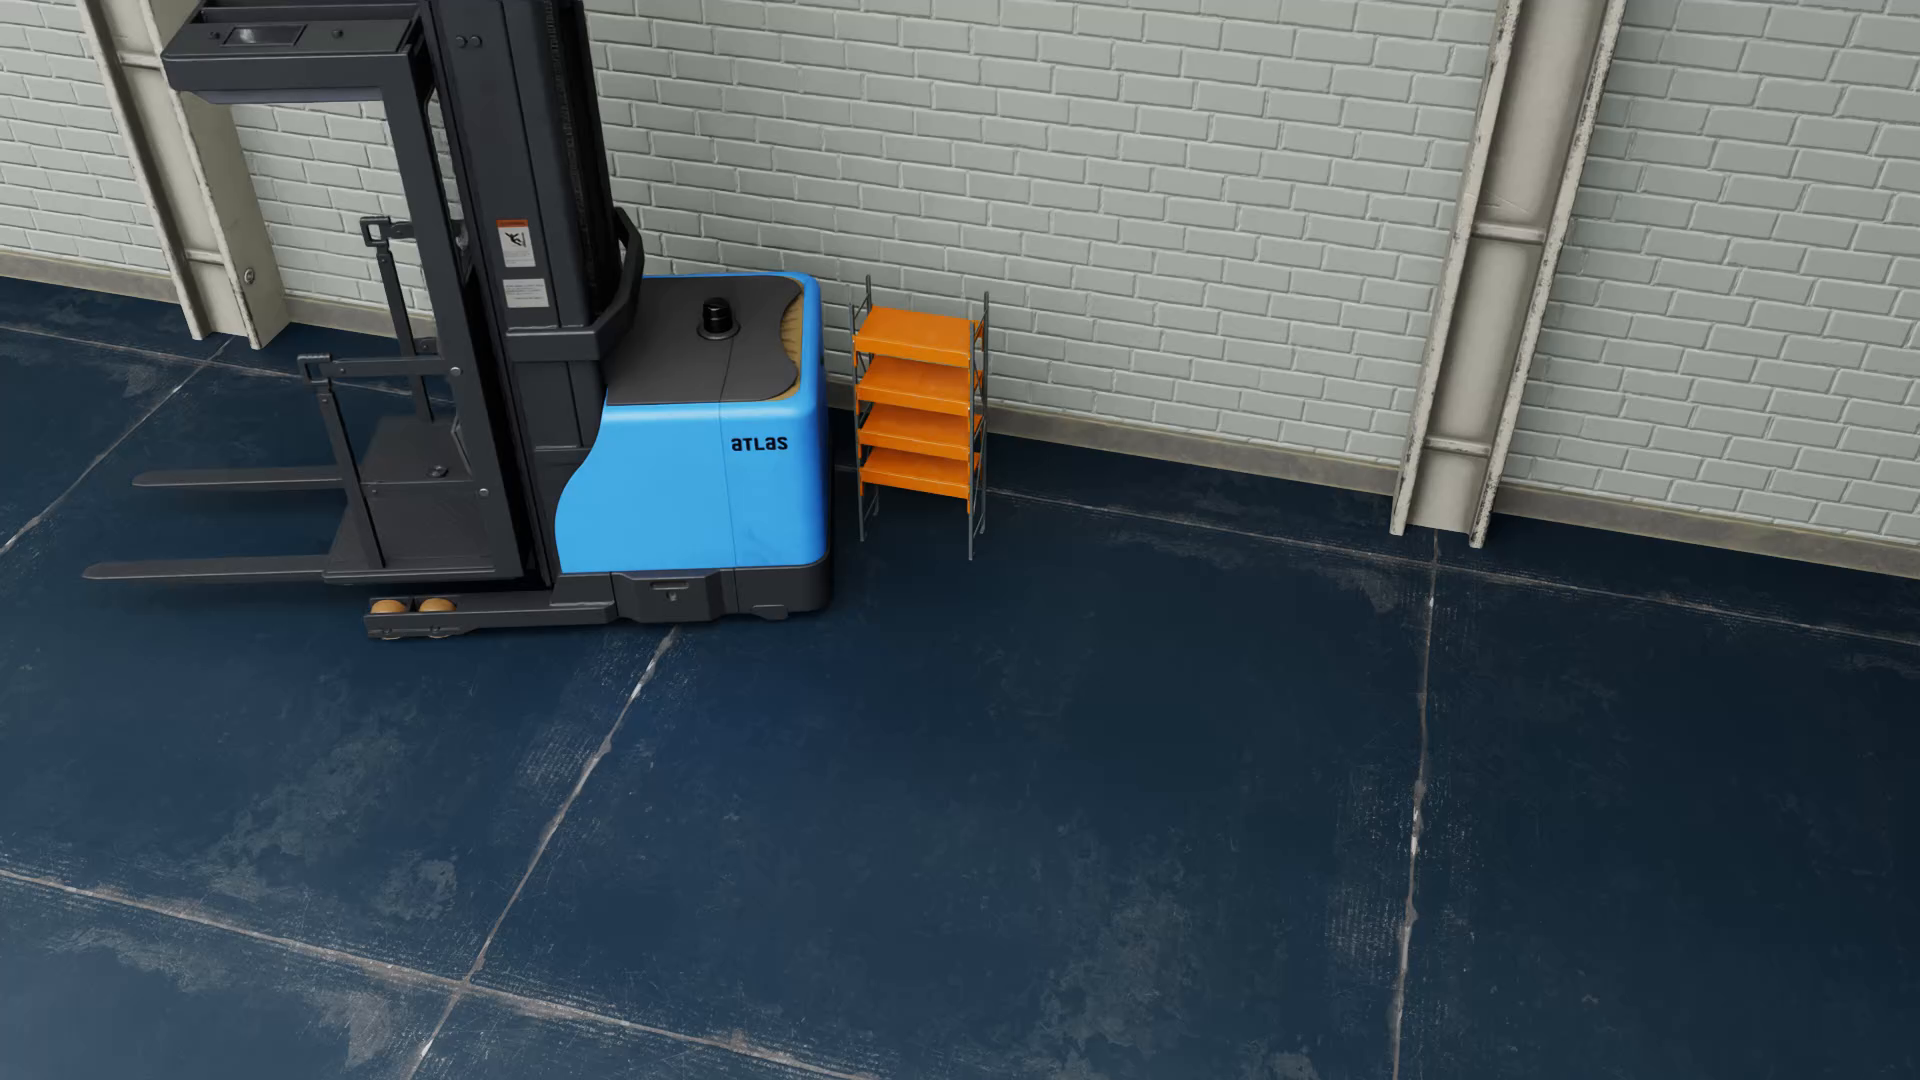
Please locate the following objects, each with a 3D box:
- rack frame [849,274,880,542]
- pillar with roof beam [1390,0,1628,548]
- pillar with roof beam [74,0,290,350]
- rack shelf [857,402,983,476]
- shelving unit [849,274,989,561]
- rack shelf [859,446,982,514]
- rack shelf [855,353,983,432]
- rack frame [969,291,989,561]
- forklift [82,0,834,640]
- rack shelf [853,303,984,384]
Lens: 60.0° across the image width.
[{"bbox_3d":[-0.396,-0.528,6.945,0.015,1.200,0.240,10,41,11],"label":"rack frame"},{"bbox_3d":[1.001,-0.862,1.280,0.400,9.000,9.100,10,41,11],"label":"pillar with roof beam"},{"bbox_3d":[-4.795,-1.860,2.467,0.400,9.000,9.100,10,41,11],"label":"pillar with roof beam"},{"bbox_3d":[-0.160,-0.435,6.940,0.480,0.148,0.258,10,41,11],"label":"rack shelf"},{"bbox_3d":[-0.160,-0.487,6.897,0.503,1.200,0.258,10,41,11],"label":"shelving unit"},{"bbox_3d":[-0.160,-0.283,7.068,0.480,0.148,0.258,10,41,11],"label":"rack shelf"},{"bbox_3d":[-0.160,-0.607,6.796,0.480,0.148,0.258,10,41,11],"label":"rack shelf"},{"bbox_3d":[0.076,-0.446,6.849,0.015,1.200,0.240,10,41,11],"label":"rack frame"},{"bbox_3d":[-2.060,-1.067,6.241,3.031,2.935,1.130,-2,40,-2],"label":"forklift"},{"bbox_3d":[-0.160,-0.788,6.644,0.480,0.148,0.258,10,41,11],"label":"rack shelf"}]
